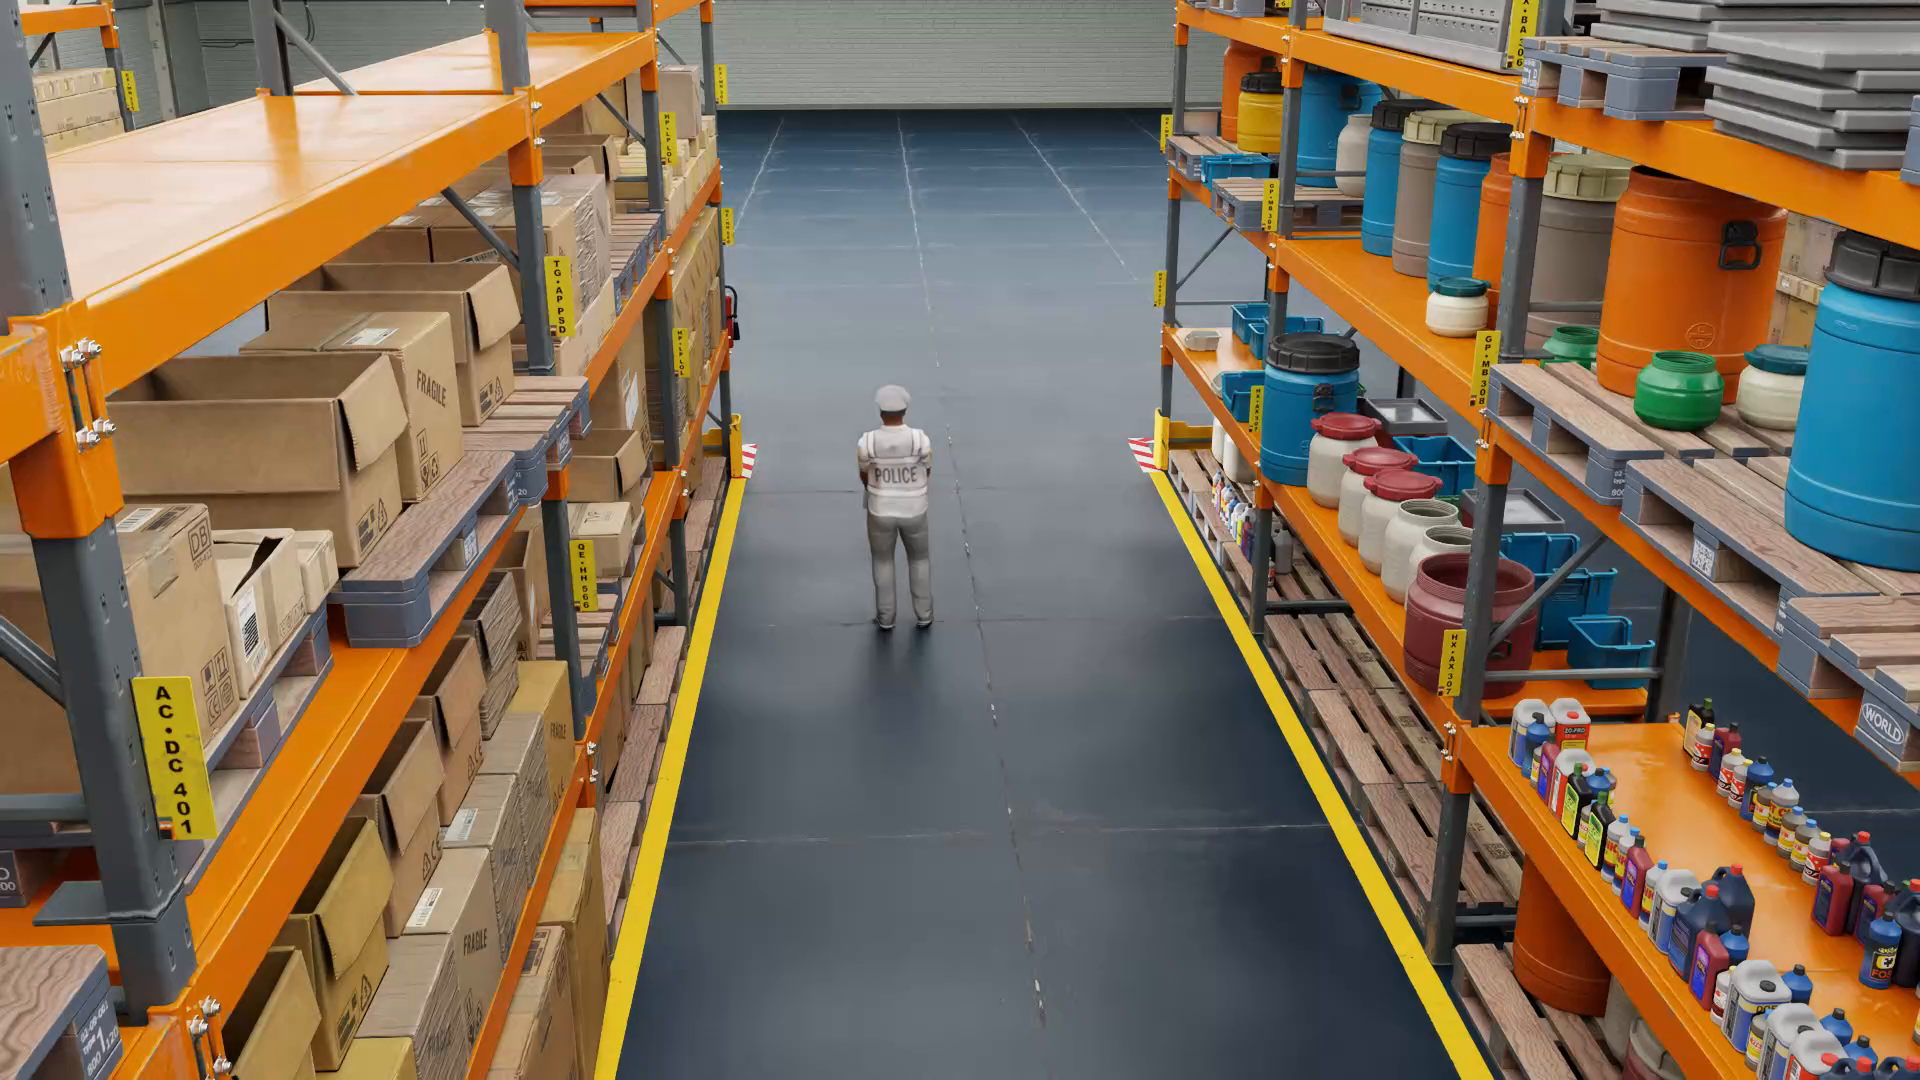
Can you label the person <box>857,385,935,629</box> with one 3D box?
[{"bbox_3d":[-0.443,-0.245,11.677,0.538,1.786,0.538,-1,20,-3],"label":"person"}]
